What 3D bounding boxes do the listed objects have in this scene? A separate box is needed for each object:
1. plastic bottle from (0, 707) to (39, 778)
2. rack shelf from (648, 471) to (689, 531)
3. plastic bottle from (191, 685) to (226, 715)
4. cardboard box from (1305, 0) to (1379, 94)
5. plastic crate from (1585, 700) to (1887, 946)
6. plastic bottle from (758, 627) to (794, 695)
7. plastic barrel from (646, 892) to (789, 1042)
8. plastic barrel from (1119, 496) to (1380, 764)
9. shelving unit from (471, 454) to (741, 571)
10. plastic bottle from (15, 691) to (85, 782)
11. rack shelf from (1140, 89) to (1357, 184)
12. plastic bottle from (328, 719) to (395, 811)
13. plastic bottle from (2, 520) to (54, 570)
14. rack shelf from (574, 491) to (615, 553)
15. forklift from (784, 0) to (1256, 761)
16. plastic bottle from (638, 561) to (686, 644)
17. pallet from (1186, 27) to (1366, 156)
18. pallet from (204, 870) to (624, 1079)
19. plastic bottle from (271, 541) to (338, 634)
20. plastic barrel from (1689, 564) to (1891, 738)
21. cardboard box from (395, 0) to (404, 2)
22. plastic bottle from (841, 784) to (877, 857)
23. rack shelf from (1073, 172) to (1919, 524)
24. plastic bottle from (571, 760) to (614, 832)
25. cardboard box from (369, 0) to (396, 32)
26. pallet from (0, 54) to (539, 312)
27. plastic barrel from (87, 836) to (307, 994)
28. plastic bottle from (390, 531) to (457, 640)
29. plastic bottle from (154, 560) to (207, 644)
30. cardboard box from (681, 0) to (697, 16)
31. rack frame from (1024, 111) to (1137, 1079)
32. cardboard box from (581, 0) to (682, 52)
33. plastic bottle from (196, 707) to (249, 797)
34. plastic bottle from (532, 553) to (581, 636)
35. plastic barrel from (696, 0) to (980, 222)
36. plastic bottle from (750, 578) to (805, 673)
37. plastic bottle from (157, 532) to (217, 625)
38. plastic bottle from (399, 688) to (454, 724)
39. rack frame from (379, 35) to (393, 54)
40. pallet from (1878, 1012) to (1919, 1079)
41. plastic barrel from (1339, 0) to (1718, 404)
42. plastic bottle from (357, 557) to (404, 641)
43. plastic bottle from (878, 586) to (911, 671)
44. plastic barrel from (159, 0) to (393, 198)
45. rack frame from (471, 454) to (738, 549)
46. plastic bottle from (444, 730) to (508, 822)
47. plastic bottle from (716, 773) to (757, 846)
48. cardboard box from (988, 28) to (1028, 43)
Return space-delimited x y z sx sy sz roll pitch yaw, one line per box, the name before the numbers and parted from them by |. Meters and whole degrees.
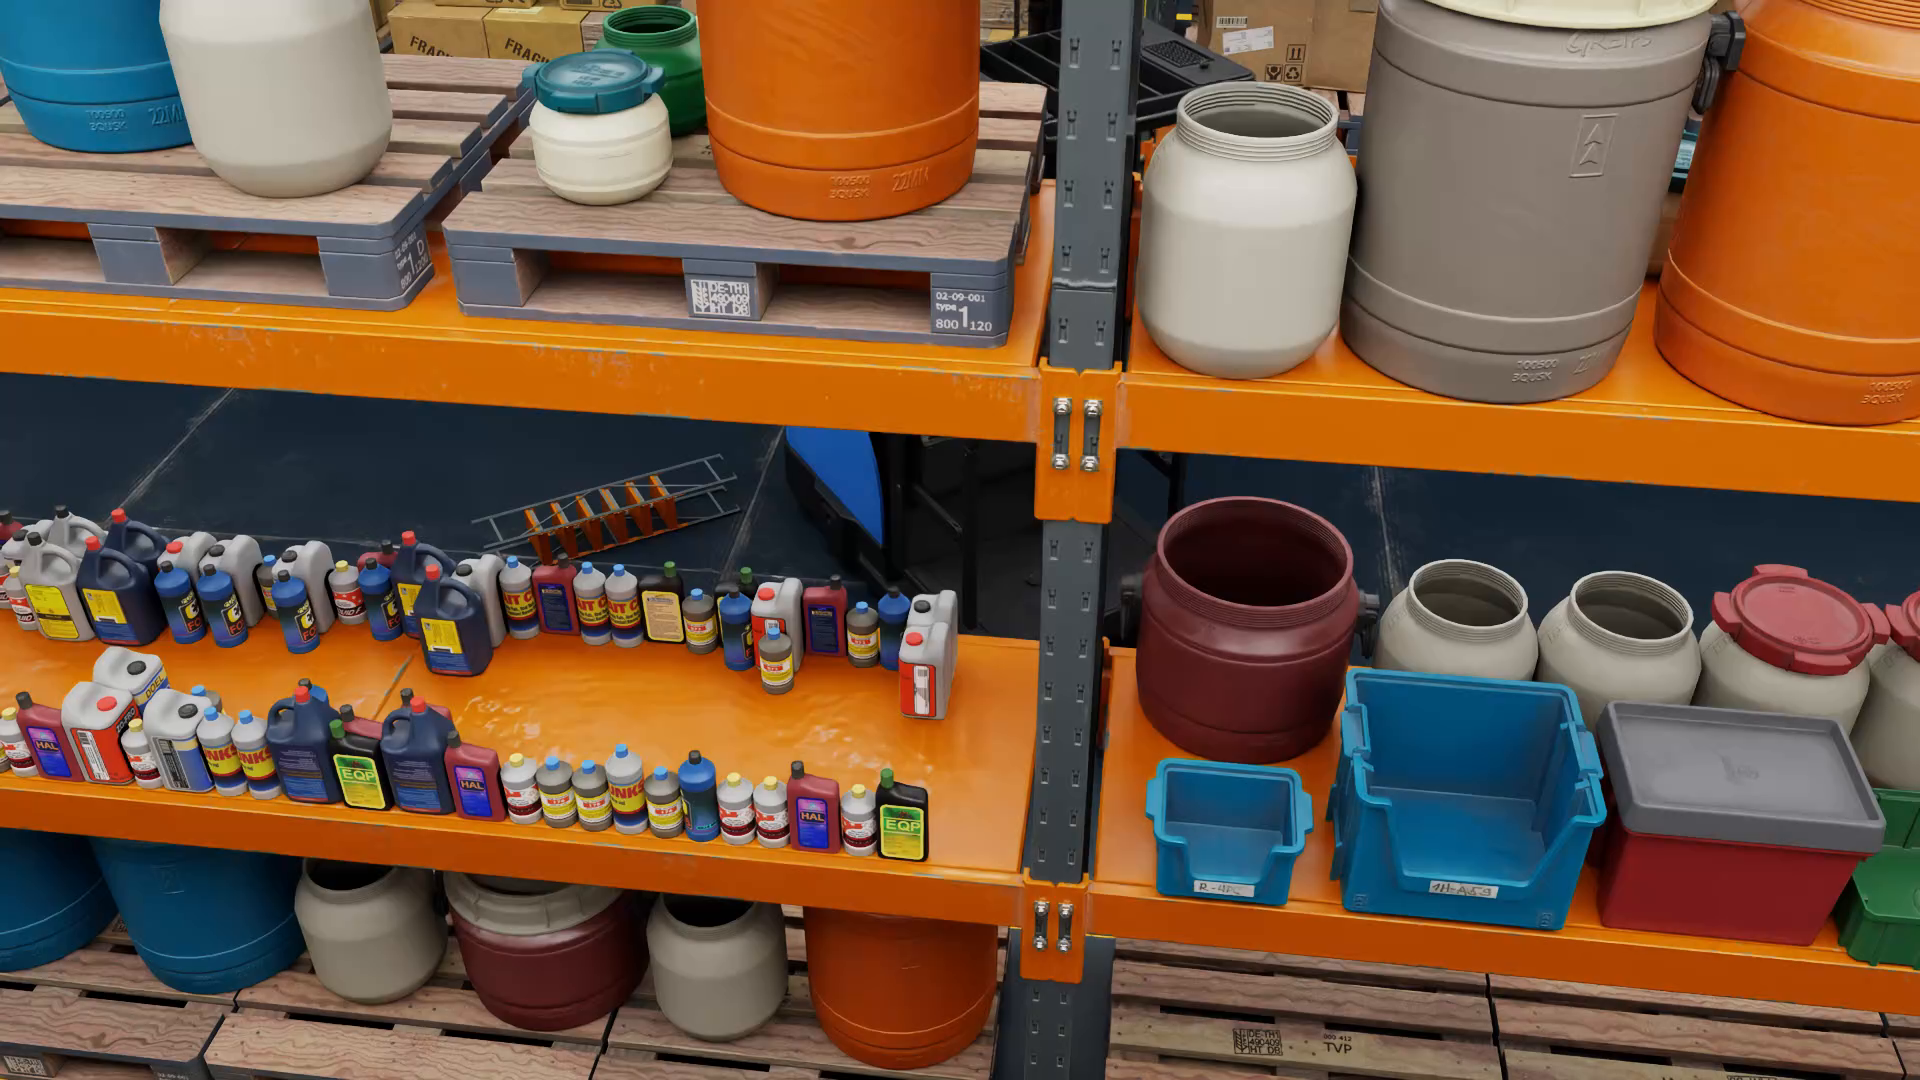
plastic bottle | -2.582 0.547 4.572 0.097 0.201 0.097 0 36 0
rack shelf | -1.380 -0.190 7.845 0.103 0.180 0.258 -17 39 -22
plastic bottle | -2.104 0.494 4.647 0.097 0.201 0.097 0 36 0
cardboard box | 2.045 -2.622 8.394 0.500 0.500 0.700 9 37 13
plastic crate | 1.871 0.712 4.115 0.583 0.464 0.402 4 36 6
plastic bottle | -0.537 0.344 4.857 0.097 0.201 0.097 0 36 0
plastic barrel | -0.752 1.268 5.172 0.421 0.512 0.421 0 36 0
plastic barrel | 0.806 0.247 4.705 0.708 0.536 0.600 4 36 6
shelving unit | -1.632 -0.113 7.739 1.200 0.189 0.258 -17 39 -22
plastic bottle | -2.470 0.533 4.522 0.133 0.283 0.061 4 36 6
rack shelf | 2.921 -1.970 8.548 4.000 0.370 1.077 4 36 6
plastic bottle | -1.598 0.598 4.431 0.133 0.283 0.061 4 36 6
plastic bottle | -2.866 0.067 5.181 0.135 0.276 0.152 4 36 6
rack shelf | -1.699 -0.092 7.711 0.103 0.180 0.258 -17 39 -22
forklift | 0.334 -0.833 6.394 1.130 2.935 3.031 -18 39 -24
plastic bottle | -0.896 0.184 5.010 0.133 0.283 0.061 4 36 6
pallet | 1.658 -2.342 8.614 1.003 0.211 1.213 4 36 6
pallet | -1.687 1.452 5.534 1.213 0.211 1.003 4 36 6
plastic bottle | -2.002 0.132 5.090 0.135 0.276 0.152 4 36 6
plastic barrel | 2.197 0.400 4.491 0.433 0.535 0.433 0 36 0
cardboard box | -4.528 -4.540 13.621 0.250 0.149 0.380 3 36 4
plastic bottle | -0.261 0.720 4.330 0.097 0.201 0.097 0 36 0
rack shelf | 2.291 -0.337 3.678 4.000 0.370 1.077 4 36 6
plastic bottle | -0.972 0.667 4.404 0.097 0.201 0.097 0 36 0
cardboard box | -3.462 -2.953 9.178 0.500 0.250 0.500 4 36 5
pallet | -1.745 -0.913 4.028 1.213 0.211 1.003 4 36 6
plastic barrel | -2.421 0.932 5.306 0.708 0.901 0.600 4 36 6
plastic bottle | -1.615 0.128 5.031 0.185 0.351 0.144 4 36 6
plastic bottle | -2.363 0.180 5.027 0.097 0.271 0.097 0 36 0
cardboard box | -1.097 -3.019 8.449 0.637 0.503 0.797 5 36 7
rack frame | 0.307 0.443 4.548 0.127 3.000 1.000 4 36 6
cardboard box | -1.610 -2.496 8.579 0.500 0.500 0.500 3 36 5
plastic bottle | -1.990 0.563 4.490 0.097 0.271 0.097 0 36 0
plastic bottle | -1.221 0.160 5.044 0.133 0.283 0.061 4 36 6
plastic barrel | -0.256 -1.168 3.491 0.708 0.830 0.600 4 36 6
plastic bottle | -0.540 0.241 4.937 0.135 0.276 0.152 4 36 6
plastic bottle | -2.366 0.104 5.128 0.135 0.276 0.152 4 36 6
plastic bottle | -1.447 0.525 4.533 0.133 0.283 0.061 4 36 6
rack frame | -3.030 -2.707 8.961 0.127 3.000 1.000 4 36 6
pallet | 3.490 1.838 4.993 1.213 0.211 1.003 4 36 6
plastic barrel | 1.094 -0.797 3.270 0.600 0.901 0.600 0 36 0
plastic bottle | -1.759 0.171 5.039 0.097 0.271 0.097 0 36 0
plastic bottle | -0.193 0.252 4.925 0.097 0.271 0.097 0 36 0
plastic barrel | -1.471 -1.049 3.577 0.433 0.535 0.433 0 36 0
rack frame | -1.632 -0.187 7.686 1.200 0.006 0.240 -17 39 -22
plastic bottle | -1.282 0.621 4.398 0.133 0.283 0.061 4 36 6
plastic bottle | -0.586 0.696 4.364 0.097 0.201 0.097 0 36 0
cardboard box | 0.417 -2.346 8.368 0.500 0.500 0.500 5 36 7
